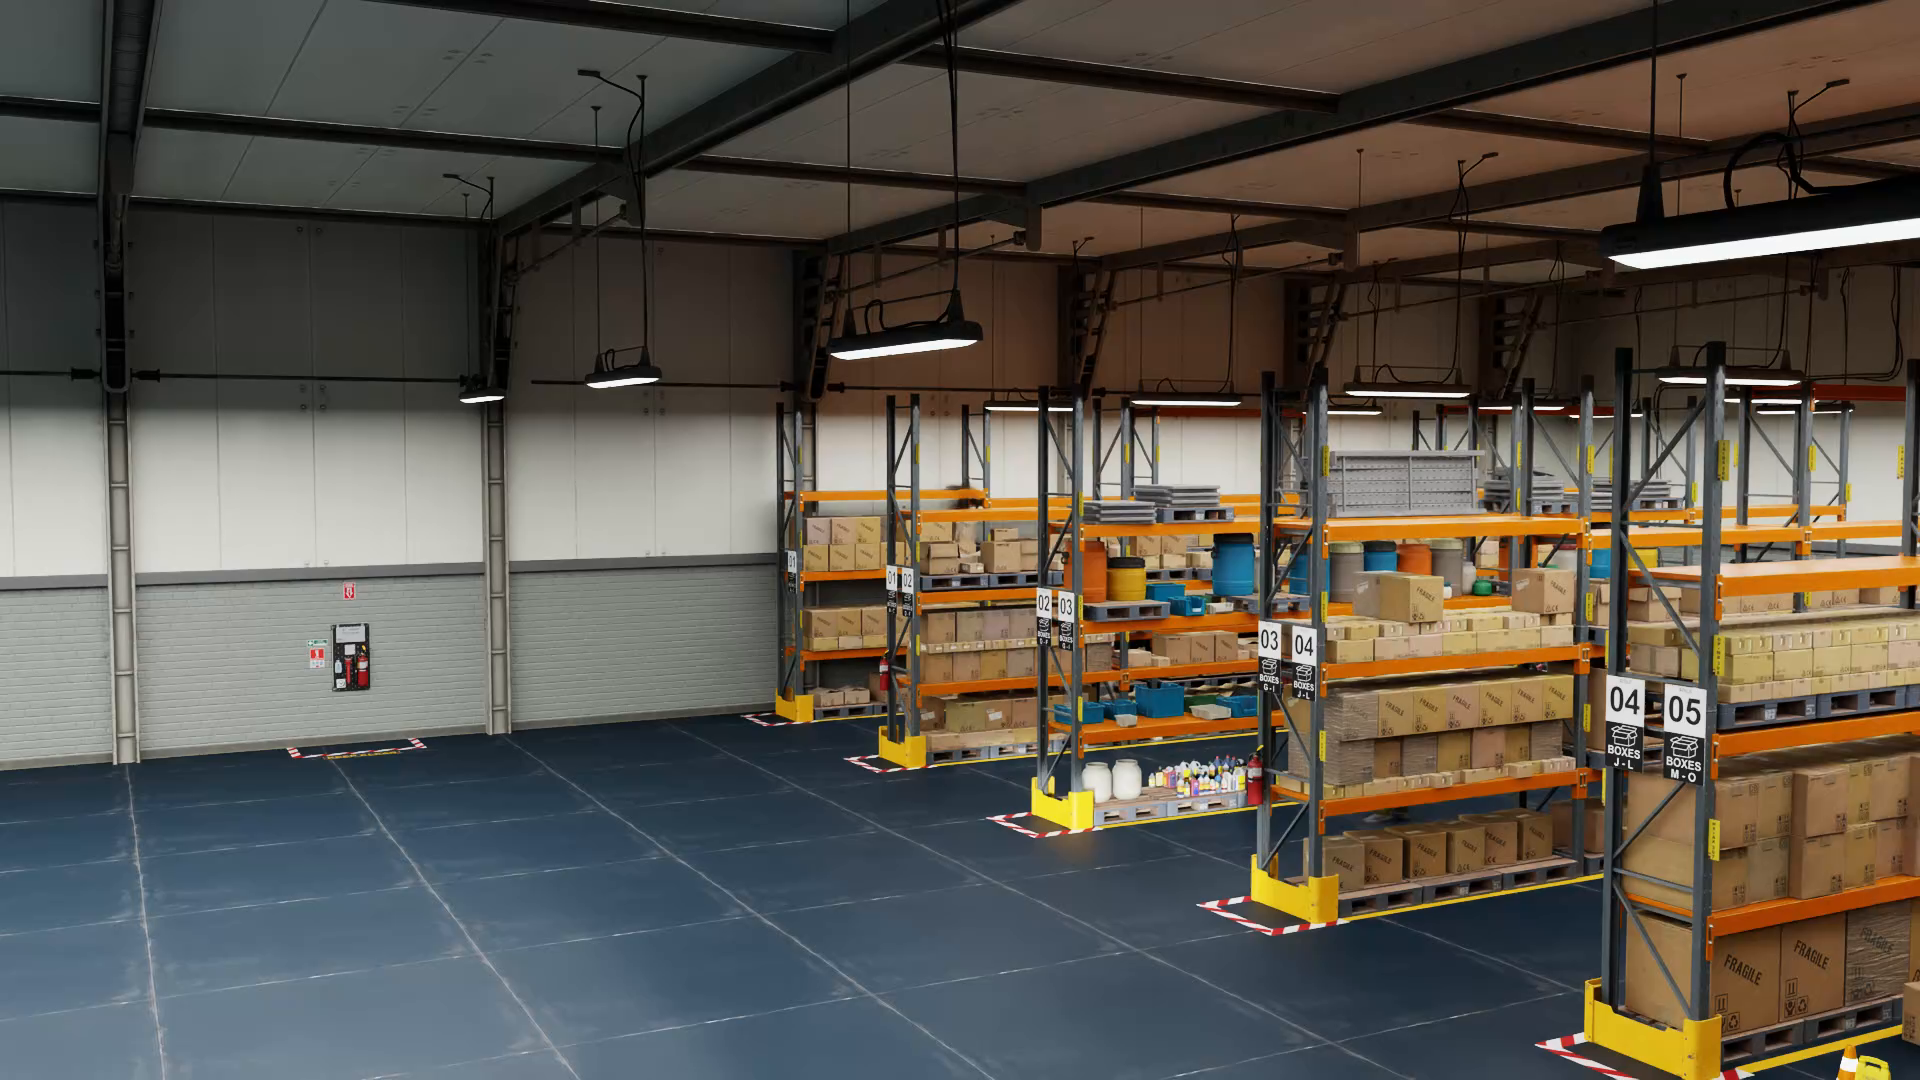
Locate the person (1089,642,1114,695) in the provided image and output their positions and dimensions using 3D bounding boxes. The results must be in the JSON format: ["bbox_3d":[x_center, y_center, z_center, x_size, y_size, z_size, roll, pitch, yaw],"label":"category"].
[{"bbox_3d":[2.778,2.422,32.920,0.559,1.764,0.427,-1,4,-25],"label":"person"}]

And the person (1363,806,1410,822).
[{"bbox_3d":[5.912,3.009,22.962,0.601,1.760,0.606,1,3,21],"label":"person"}]
